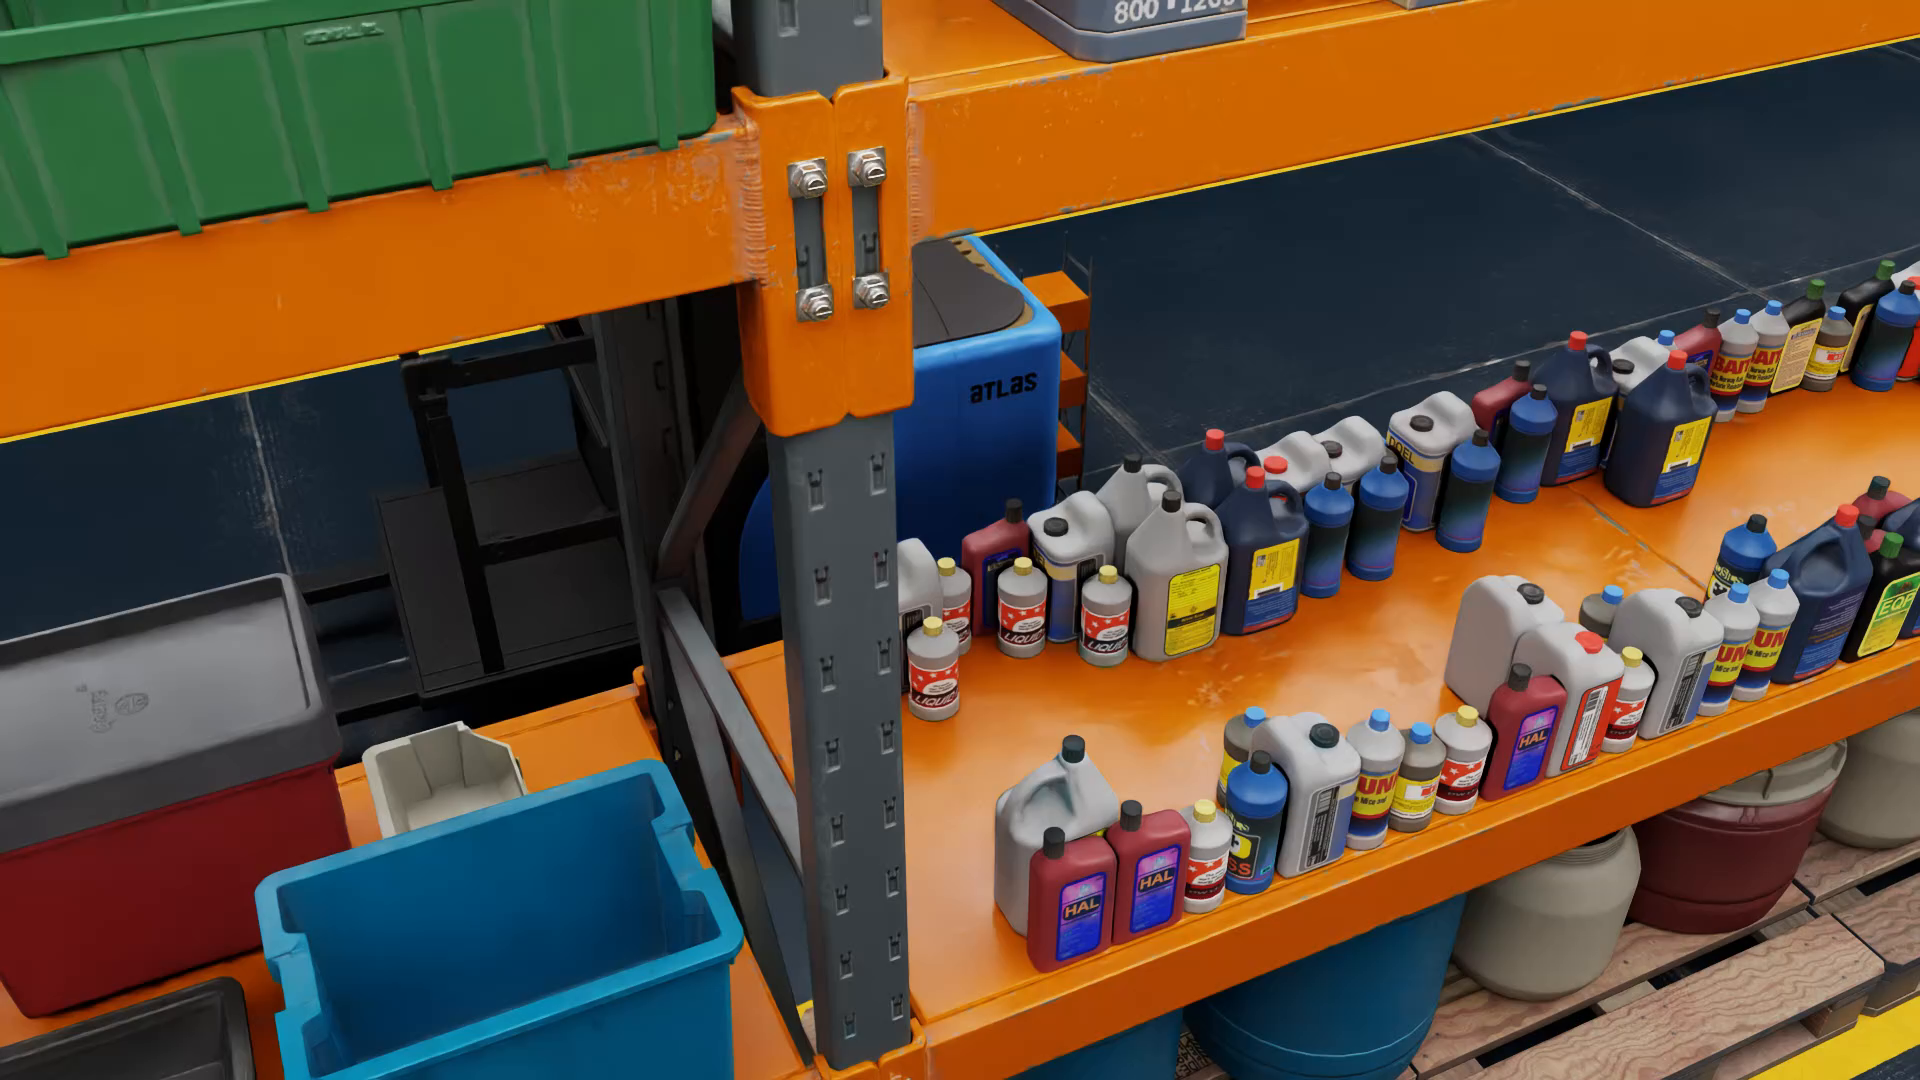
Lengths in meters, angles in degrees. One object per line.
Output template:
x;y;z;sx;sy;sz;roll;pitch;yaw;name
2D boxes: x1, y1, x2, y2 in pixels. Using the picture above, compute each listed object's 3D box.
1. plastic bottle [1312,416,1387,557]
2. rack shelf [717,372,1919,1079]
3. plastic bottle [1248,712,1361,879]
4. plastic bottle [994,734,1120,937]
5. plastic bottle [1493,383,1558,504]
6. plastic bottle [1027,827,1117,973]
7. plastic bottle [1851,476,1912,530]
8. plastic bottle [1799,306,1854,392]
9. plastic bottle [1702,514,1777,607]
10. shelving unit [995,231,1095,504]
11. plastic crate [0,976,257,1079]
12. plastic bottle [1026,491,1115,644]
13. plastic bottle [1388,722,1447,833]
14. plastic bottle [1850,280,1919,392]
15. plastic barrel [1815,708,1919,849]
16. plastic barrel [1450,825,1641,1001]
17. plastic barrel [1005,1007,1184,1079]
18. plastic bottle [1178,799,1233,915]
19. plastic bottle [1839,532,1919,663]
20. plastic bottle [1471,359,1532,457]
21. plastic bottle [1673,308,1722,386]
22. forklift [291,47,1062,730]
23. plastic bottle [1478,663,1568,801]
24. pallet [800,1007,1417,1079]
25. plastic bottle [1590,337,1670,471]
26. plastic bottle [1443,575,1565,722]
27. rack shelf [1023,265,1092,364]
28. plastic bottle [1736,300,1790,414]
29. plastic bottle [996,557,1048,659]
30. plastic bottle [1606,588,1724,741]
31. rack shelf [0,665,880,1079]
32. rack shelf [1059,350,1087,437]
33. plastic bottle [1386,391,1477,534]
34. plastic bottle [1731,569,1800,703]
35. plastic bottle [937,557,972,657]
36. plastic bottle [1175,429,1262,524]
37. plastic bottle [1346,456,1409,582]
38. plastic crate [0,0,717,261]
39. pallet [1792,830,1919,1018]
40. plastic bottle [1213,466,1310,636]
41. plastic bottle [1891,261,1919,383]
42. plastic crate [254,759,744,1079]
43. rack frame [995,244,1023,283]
0.790;-0.116;3.492;0.135;0.276;0.152;-16;39;-20;plastic bottle
1.472;0.145;3.640;4.000;0.370;1.077;-16;39;-20;rack shelf
0.573;0.408;2.786;0.135;0.276;0.152;-16;39;-20;plastic bottle
0.154;0.458;2.656;0.185;0.351;0.144;-16;39;-20;plastic bottle
1.240;-0.218;3.634;0.097;0.271;0.097;0;37;0;plastic bottle
0.174;0.547;2.593;0.133;0.283;0.061;-16;39;-20;plastic bottle
1.834;-0.012;3.346;0.133;0.283;0.061;-16;39;-20;plastic bottle
2.097;-0.469;4.032;0.097;0.201;0.097;0;37;0;plastic bottle
1.522;0.068;3.248;0.097;0.271;0.097;0;37;0;plastic bottle
0.265;-0.485;5.522;0.252;1.050;0.215;-14;39;-18;shelving unit
-1.238;0.877;2.230;0.590;0.125;0.437;-16;39;-20;plastic crate
0.211;0.046;3.274;0.135;0.276;0.152;-16;39;-20;plastic bottle
0.778;0.399;2.861;0.097;0.201;0.097;0;37;0;plastic bottle
2.244;-0.498;4.012;0.097;0.271;0.097;0;37;0;plastic bottle
2.373;0.505;4.287;0.421;0.512;0.421;0;37;0;plastic barrel
1.351;0.791;3.902;0.421;0.512;0.421;0;37;0;plastic barrel
0.161;0.908;3.416;0.708;0.901;0.600;-16;39;-20;plastic barrel
0.392;0.507;2.715;0.097;0.201;0.097;0;37;0;plastic bottle
1.775;0.099;3.196;0.133;0.283;0.061;-16;39;-20;plastic bottle
1.190;-0.261;3.681;0.133;0.283;0.061;-16;39;-20;plastic bottle
1.688;-0.400;3.869;0.133;0.283;0.061;-16;39;-20;plastic bottle
-1.255;-0.861;4.450;3.031;2.935;1.130;-14;39;-18;forklift
0.978;0.322;2.896;0.133;0.283;0.061;-16;39;-20;plastic bottle
0.377;1.310;3.807;1.213;0.211;1.003;-16;39;-20;pallet
1.498;-0.314;3.759;0.135;0.276;0.152;-16;39;-20;plastic bottle
1.016;0.184;3.088;0.135;0.276;0.152;-16;39;-20;plastic bottle
0.265;-0.704;5.359;0.240;0.259;0.215;-14;39;-18;rack shelf
1.888;-0.439;3.932;0.097;0.271;0.097;0;37;0;plastic bottle
0.121;0.123;3.233;0.097;0.201;0.097;0;37;0;plastic bottle
1.290;0.208;3.056;0.135;0.276;0.152;-16;39;-20;plastic bottle
-2.149;1.158;2.275;4.000;0.370;1.077;-16;39;-20;rack shelf
0.265;-0.476;5.529;0.240;0.259;0.215;-14;39;-18;rack shelf
1.000;-0.174;3.571;0.135;0.276;0.152;-16;39;-20;plastic bottle
1.495;0.170;3.110;0.097;0.271;0.097;0;37;0;plastic bottle
-0.026;0.124;3.231;0.097;0.201;0.097;0;37;0;plastic bottle
0.522;-0.073;3.372;0.185;0.351;0.144;-16;39;-20;plastic bottle
0.860;-0.051;3.409;0.097;0.271;0.097;0;37;0;plastic bottle
-0.594;-0.487;1.548;0.662;0.188;0.450;-16;39;-20;plastic crate
2.586;0.692;4.639;1.213;0.211;1.003;-16;39;-20;pallet
0.583;0.004;3.268;0.185;0.351;0.144;-16;39;-20;plastic bottle
2.334;-0.548;4.075;0.135;0.276;0.152;-16;39;-20;plastic bottle
-0.616;0.647;2.323;0.575;0.384;0.392;-16;39;-20;plastic crate
0.152;-0.456;5.484;0.008;1.050;0.200;-14;39;-18;rack frame
